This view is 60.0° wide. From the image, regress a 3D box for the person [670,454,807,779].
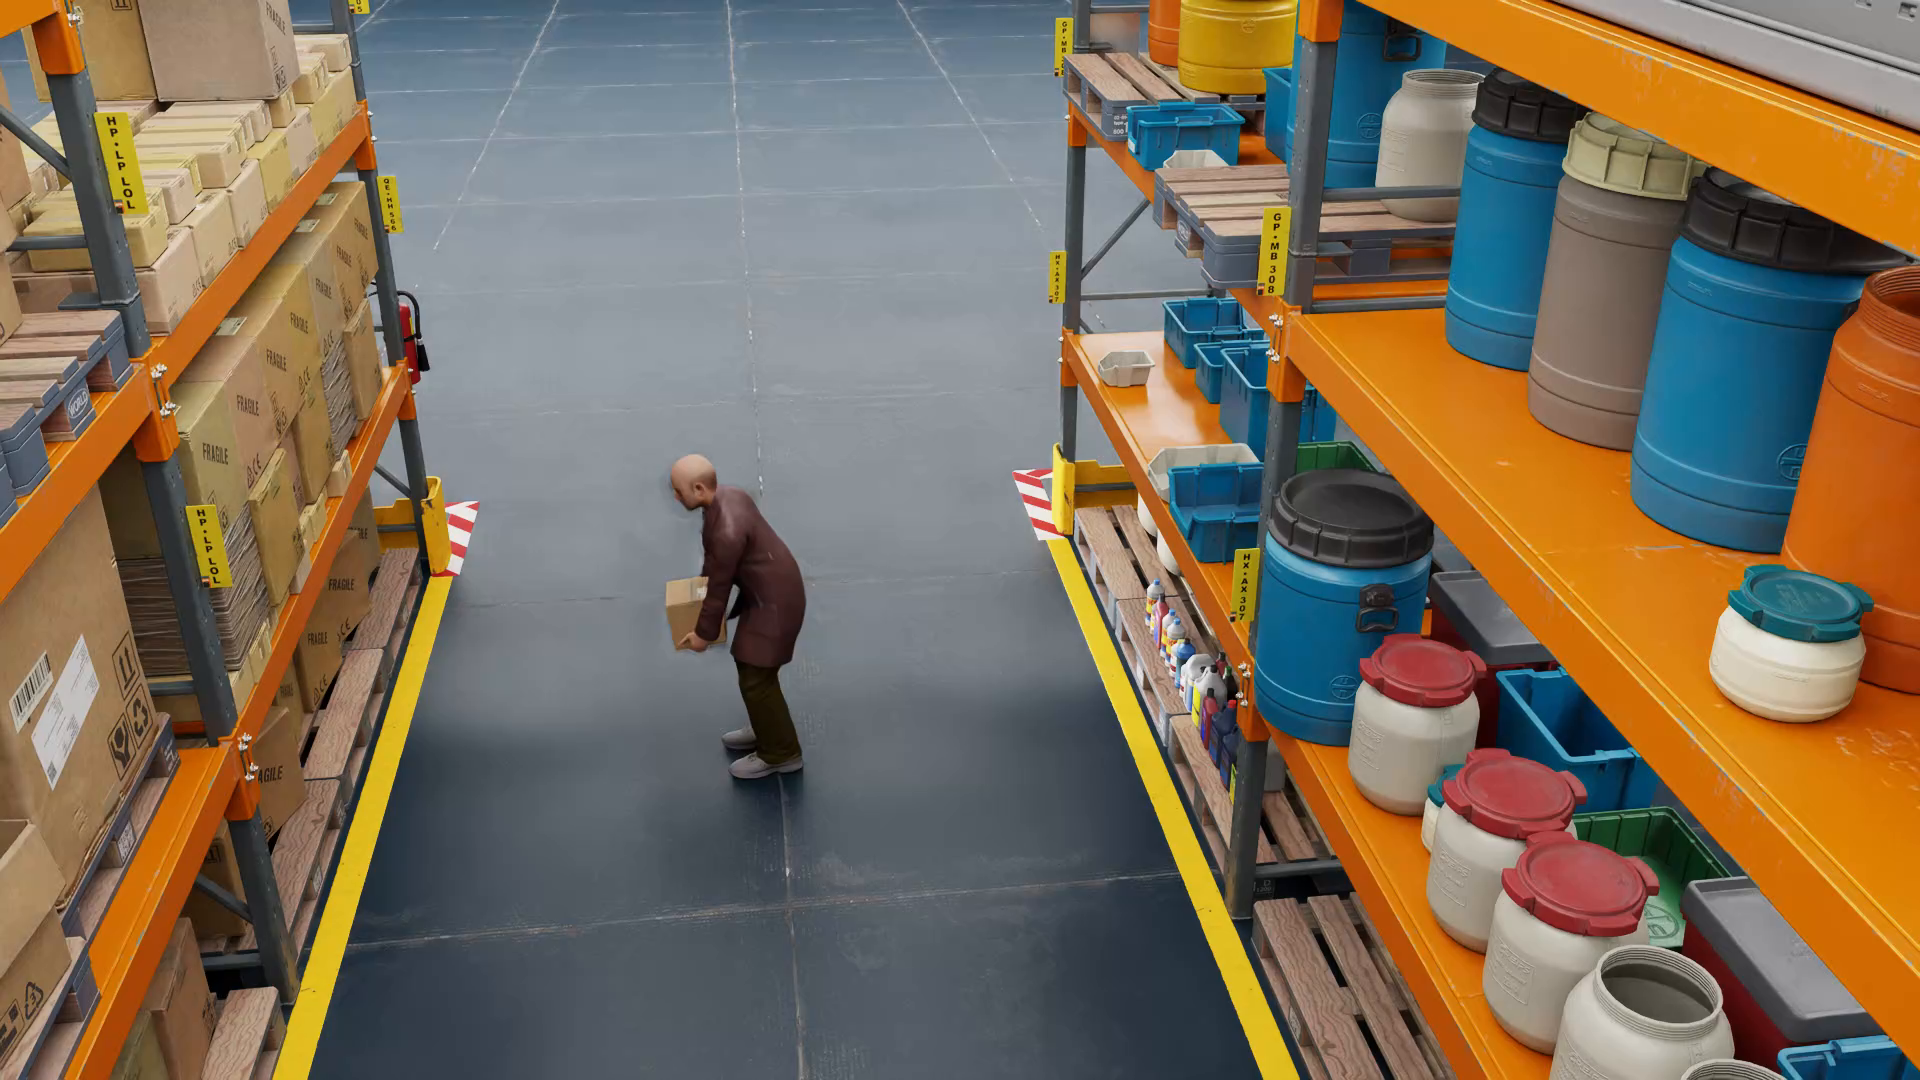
[{"bbox_3d":[-1.055,0.349,8.045,0.625,1.691,0.540,-4,27,-7],"label":"person"}]
